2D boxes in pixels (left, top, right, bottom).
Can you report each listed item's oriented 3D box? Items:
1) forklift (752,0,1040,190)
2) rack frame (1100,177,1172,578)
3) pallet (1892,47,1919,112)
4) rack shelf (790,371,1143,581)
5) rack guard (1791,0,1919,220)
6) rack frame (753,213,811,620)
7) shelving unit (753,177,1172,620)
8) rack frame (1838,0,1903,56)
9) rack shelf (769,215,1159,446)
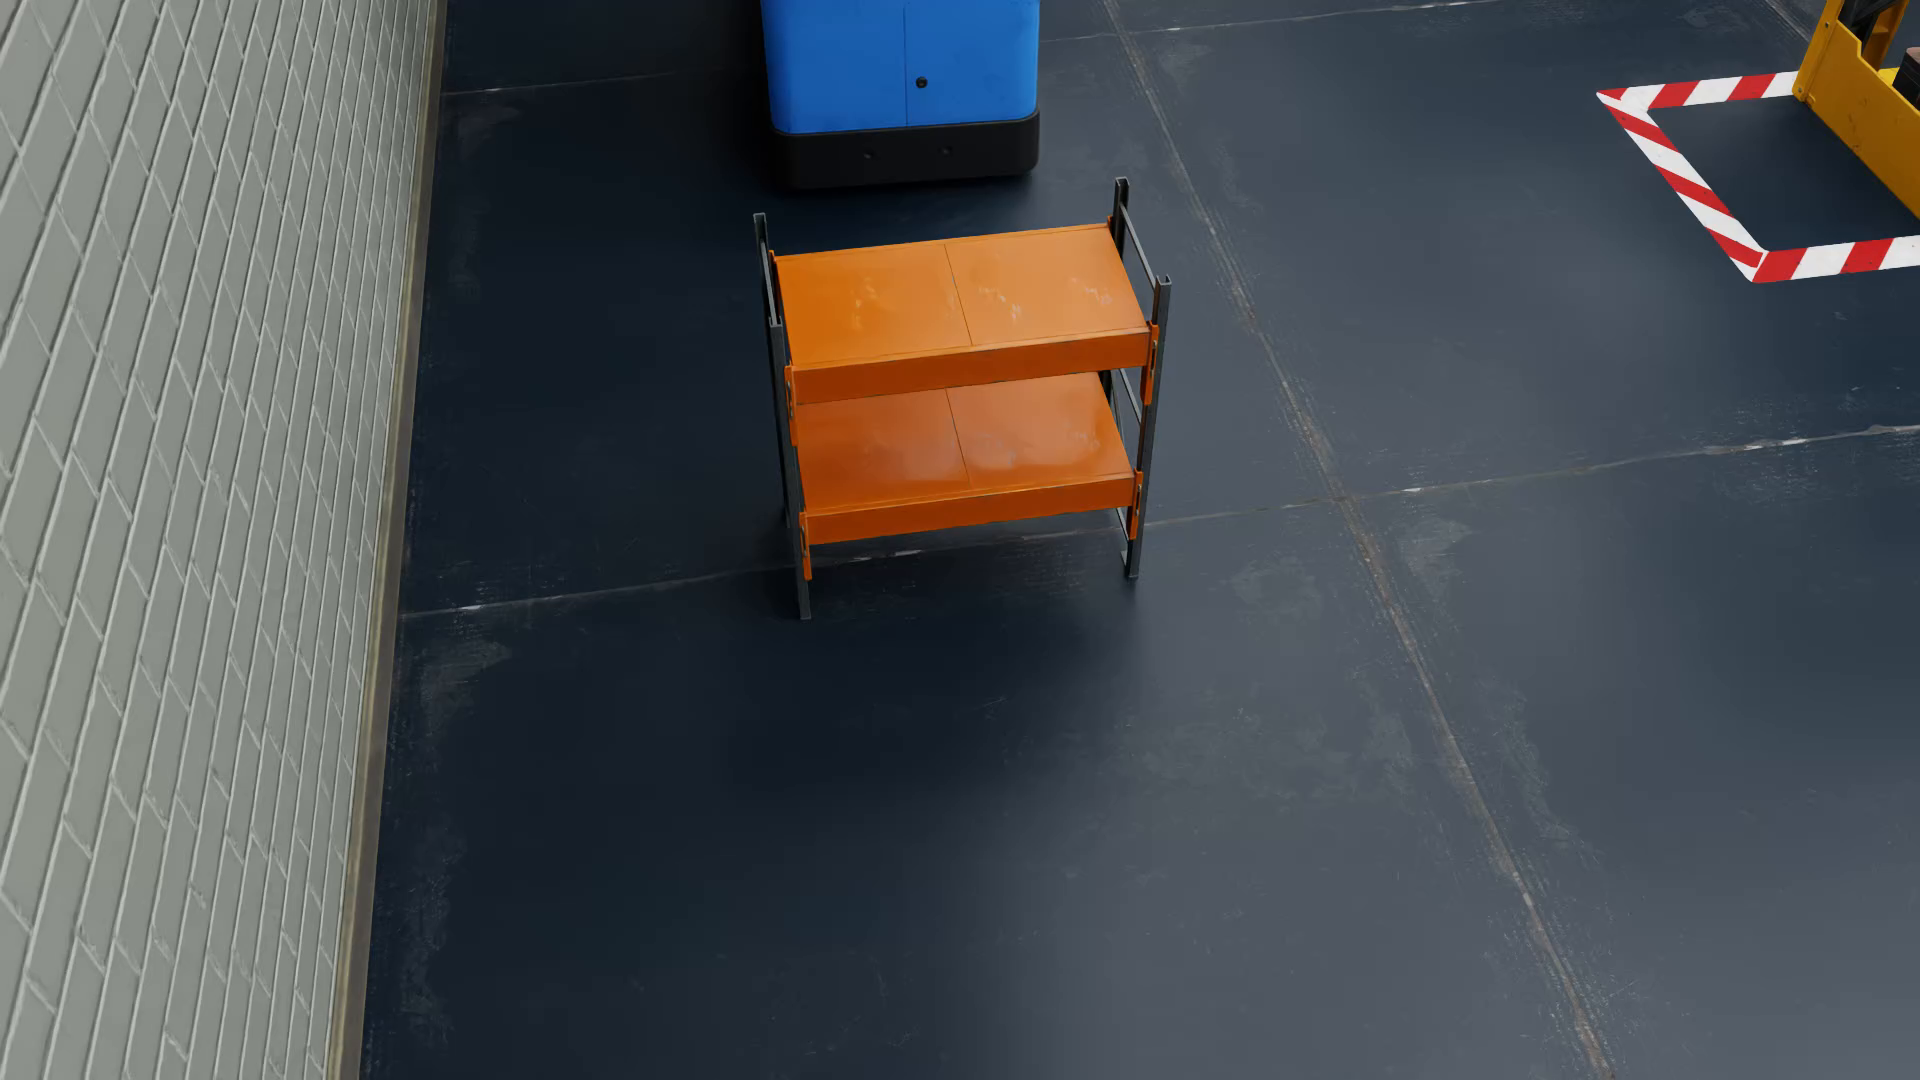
[{"bbox_3d":[-0.382,-3.448,6.536,1.130,2.935,3.031,-5,46,-5],"label":"forklift"},{"bbox_3d":[0.494,-0.452,4.904,0.032,1.125,0.500,-7,46,-7],"label":"rack frame"},{"bbox_3d":[4.611,-1.697,6.739,1.213,0.211,1.003,-7,46,-7],"label":"pallet"},{"bbox_3d":[-0.007,-0.220,5.020,1.000,0.278,0.538,-7,46,-7],"label":"rack shelf"},{"bbox_3d":[3.805,-1.723,6.563,0.348,0.500,1.175,-7,46,-7],"label":"rack guard"},{"bbox_3d":[-0.508,-0.327,4.784,0.032,1.125,0.500,-7,46,-7],"label":"rack frame"},{"bbox_3d":[-0.007,-0.389,4.844,1.048,1.125,0.538,-7,46,-7],"label":"shelving unit"},{"bbox_3d":[3.730,-2.581,5.654,0.127,3.000,1.000,-7,46,-7],"label":"rack frame"},{"bbox_3d":[-0.007,-0.593,4.633,1.000,0.278,0.538,-7,46,-7],"label":"rack shelf"}]
